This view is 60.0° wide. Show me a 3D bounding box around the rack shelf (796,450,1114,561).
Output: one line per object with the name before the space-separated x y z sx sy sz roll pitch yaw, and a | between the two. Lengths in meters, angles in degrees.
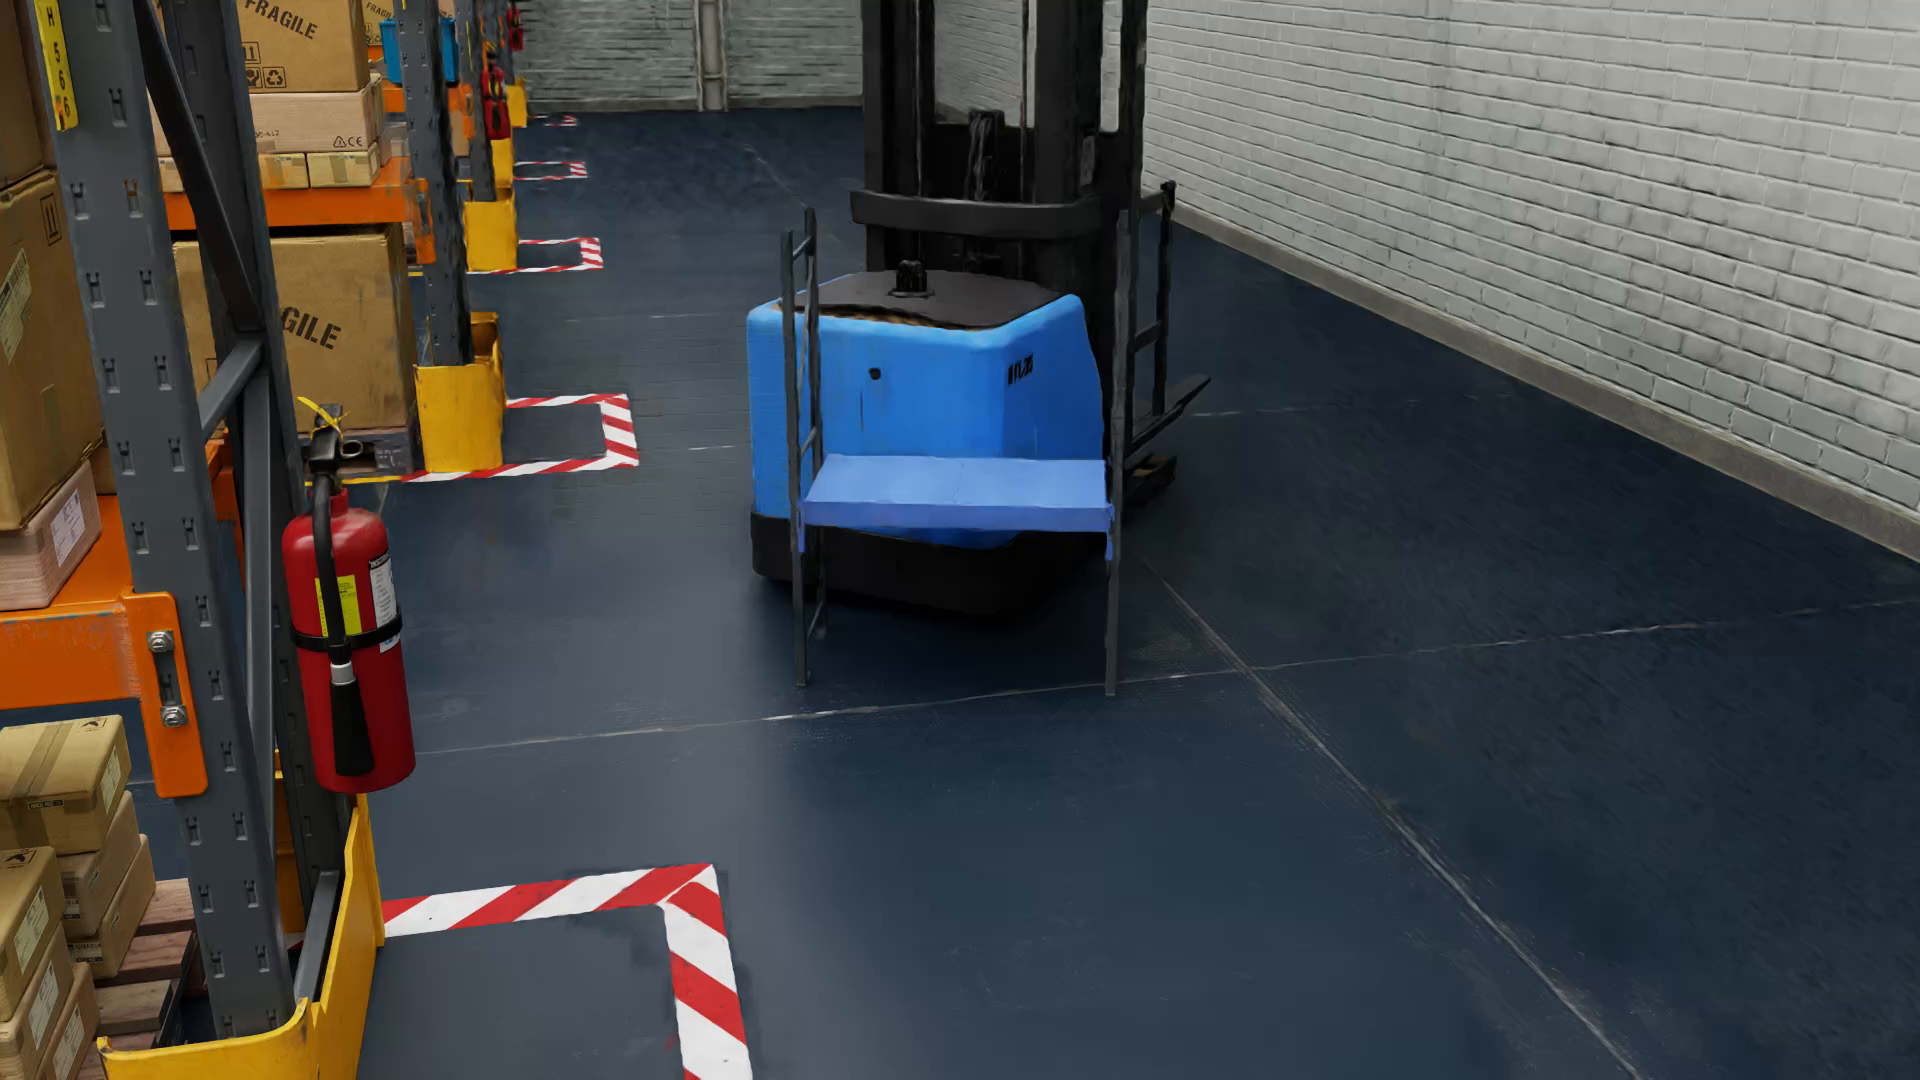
rack shelf | 0.001 -0.122 5.489 1.000 0.185 0.538 1 20 4

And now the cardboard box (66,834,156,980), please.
cardboard box | -1.989 0.828 3.728 0.250 0.149 0.380 -4 21 -11

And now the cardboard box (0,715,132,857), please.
cardboard box | -1.994 0.542 3.643 0.250 0.149 0.380 -6 21 -15

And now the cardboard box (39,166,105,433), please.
cardboard box | -1.906 -0.491 3.218 0.500 0.500 0.500 -4 20 -10

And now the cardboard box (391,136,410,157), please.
cardboard box | -5.612 -3.981 16.802 0.250 0.166 0.380 -5 21 -12

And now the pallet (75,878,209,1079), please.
pallet | -2.279 1.120 3.450 1.213 0.211 1.003 -5 21 -12

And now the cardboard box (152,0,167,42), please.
cardboard box | -3.465 -2.350 7.565 0.500 0.500 0.500 -5 21 -14

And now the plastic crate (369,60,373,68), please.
plastic crate | -4.341 -3.353 11.904 0.243 0.136 0.396 -5 21 -12

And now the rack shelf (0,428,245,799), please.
rack shelf | -3.352 0.248 2.822 4.000 0.370 1.077 -5 21 -12

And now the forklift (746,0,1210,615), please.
forklift | 0.308 -1.578 6.862 1.130 2.935 3.031 9 22 24

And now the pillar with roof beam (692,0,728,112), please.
pillar with roof beam | -2.449 -8.769 17.672 0.400 9.000 9.100 -5 21 -12

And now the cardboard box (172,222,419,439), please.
cardboard box | -3.053 -1.038 7.766 0.875 0.875 0.875 -5 21 -12

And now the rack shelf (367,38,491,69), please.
rack shelf | -6.671 -4.736 16.429 4.000 0.370 1.077 -5 21 -12

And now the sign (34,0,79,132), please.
sign | -1.298 -0.753 2.365 0.005 0.325 0.100 -5 21 -12

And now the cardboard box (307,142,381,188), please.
cardboard box | -2.720 -1.660 7.350 0.250 0.149 0.380 -4 21 -11

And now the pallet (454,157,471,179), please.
pallet | -5.574 -3.853 17.028 1.213 0.211 1.003 -5 21 -12

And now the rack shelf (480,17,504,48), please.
rack shelf | -7.815 -6.394 20.955 4.000 0.370 1.077 -5 21 -12

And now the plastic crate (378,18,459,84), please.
plastic crate | -3.872 -3.530 11.951 0.499 0.435 0.616 -5 21 -12

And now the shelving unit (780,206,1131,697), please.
shelving unit | 0.001 -0.291 5.427 1.048 1.500 0.538 1 20 4

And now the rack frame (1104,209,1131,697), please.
rack frame | 0.507 -0.278 5.392 0.032 1.500 0.500 1 20 4

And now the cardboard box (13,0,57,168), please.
cardboard box | -1.904 -0.957 3.036 0.500 0.500 0.500 -5 21 -13

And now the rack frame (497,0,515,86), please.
rack frame | -5.868 -6.890 21.263 0.127 3.000 1.000 -5 21 -12

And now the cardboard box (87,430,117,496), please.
cardboard box | -1.797 -0.214 3.403 0.250 0.149 0.380 -5 21 -13

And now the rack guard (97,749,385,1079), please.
rack guard | -1.480 0.932 3.544 0.348 0.500 1.175 -5 21 -12

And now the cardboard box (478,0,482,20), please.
cardboard box | -6.362 -6.987 21.093 0.700 0.700 0.980 -4 20 -10

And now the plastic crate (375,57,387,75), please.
plastic crate | -4.236 -3.571 12.499 0.298 0.136 0.250 -5 21 -12

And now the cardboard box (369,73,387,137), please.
cardboard box | -2.978 -2.038 7.802 0.500 0.250 0.500 -5 21 -14

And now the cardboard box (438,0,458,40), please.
cardboard box | -5.098 -5.153 16.375 0.500 0.500 0.500 -4 20 -11

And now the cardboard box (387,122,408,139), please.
cardboard box | -5.806 -4.160 17.169 0.500 0.250 0.500 -5 21 -12

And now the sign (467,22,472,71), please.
sign | -3.446 -3.468 11.683 0.005 0.325 0.100 -5 21 -12

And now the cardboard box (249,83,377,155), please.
cardboard box | -2.859 -1.858 7.312 0.500 0.250 0.500 -5 21 -13

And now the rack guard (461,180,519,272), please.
rack guard | -3.568 -2.407 12.658 0.348 0.500 1.175 -5 21 -12

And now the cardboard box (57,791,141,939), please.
cardboard box | -1.975 0.709 3.619 0.250 0.149 0.380 -4 20 -10

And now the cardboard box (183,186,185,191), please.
cardboard box | -3.218 -1.619 7.239 0.250 0.149 0.380 -5 21 -12

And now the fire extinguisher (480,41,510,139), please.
fire extinguisher | -3.337 -3.222 11.905 0.183 0.674 0.296 -5 21 -12

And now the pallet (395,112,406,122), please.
pallet | -6.628 -5.491 21.499 1.213 0.211 1.003 -5 21 -12

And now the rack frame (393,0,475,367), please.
rack frame | -2.449 -1.916 7.685 0.127 3.000 1.000 -5 21 -12
